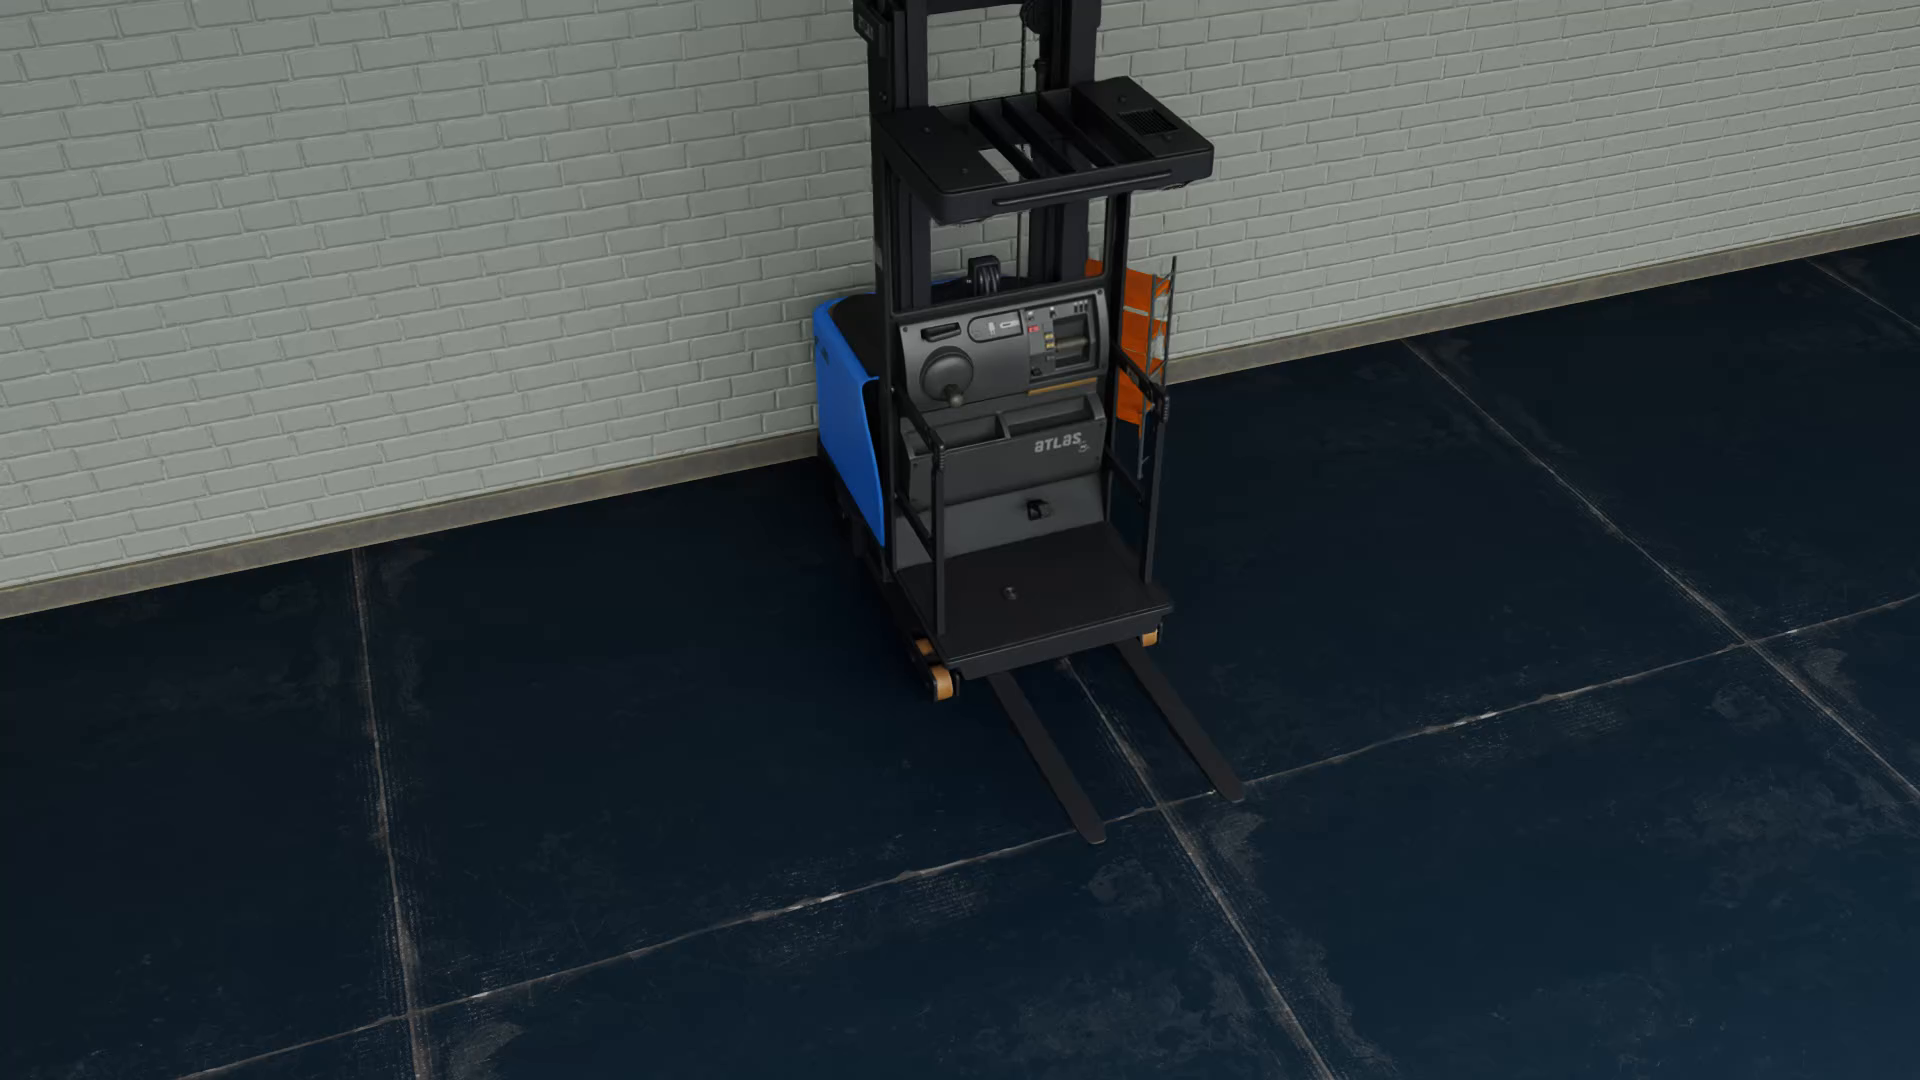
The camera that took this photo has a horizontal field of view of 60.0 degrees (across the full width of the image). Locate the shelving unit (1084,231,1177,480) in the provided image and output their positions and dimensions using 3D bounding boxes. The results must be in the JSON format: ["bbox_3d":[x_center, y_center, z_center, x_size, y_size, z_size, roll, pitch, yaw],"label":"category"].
[{"bbox_3d":[0.790,-0.936,8.555,0.503,1.200,0.258,20,42,25],"label":"shelving unit"}]

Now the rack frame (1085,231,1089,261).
[{"bbox_3d":[0.583,-1.013,8.658,0.015,1.200,0.240,20,42,25],"label":"rack frame"}]

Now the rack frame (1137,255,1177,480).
[{"bbox_3d":[0.997,-0.858,8.452,0.015,1.200,0.240,20,42,25],"label":"rack frame"}]

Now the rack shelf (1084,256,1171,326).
[{"bbox_3d":[0.790,-1.250,8.319,0.480,0.148,0.258,20,42,25],"label":"rack shelf"}]

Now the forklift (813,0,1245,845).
[{"bbox_3d":[0.274,-0.745,6.864,1.130,2.935,3.031,-13,39,-17],"label":"forklift"}]

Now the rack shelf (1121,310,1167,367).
[{"bbox_3d":[0.790,-1.061,8.461,0.480,0.148,0.258,20,42,25],"label":"rack shelf"}]

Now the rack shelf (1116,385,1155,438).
[{"bbox_3d":[0.790,-0.723,8.715,0.480,0.148,0.258,20,42,25],"label":"rack shelf"}]

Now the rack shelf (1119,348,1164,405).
[{"bbox_3d":[0.790,-0.882,8.596,0.480,0.148,0.258,20,42,25],"label":"rack shelf"}]
